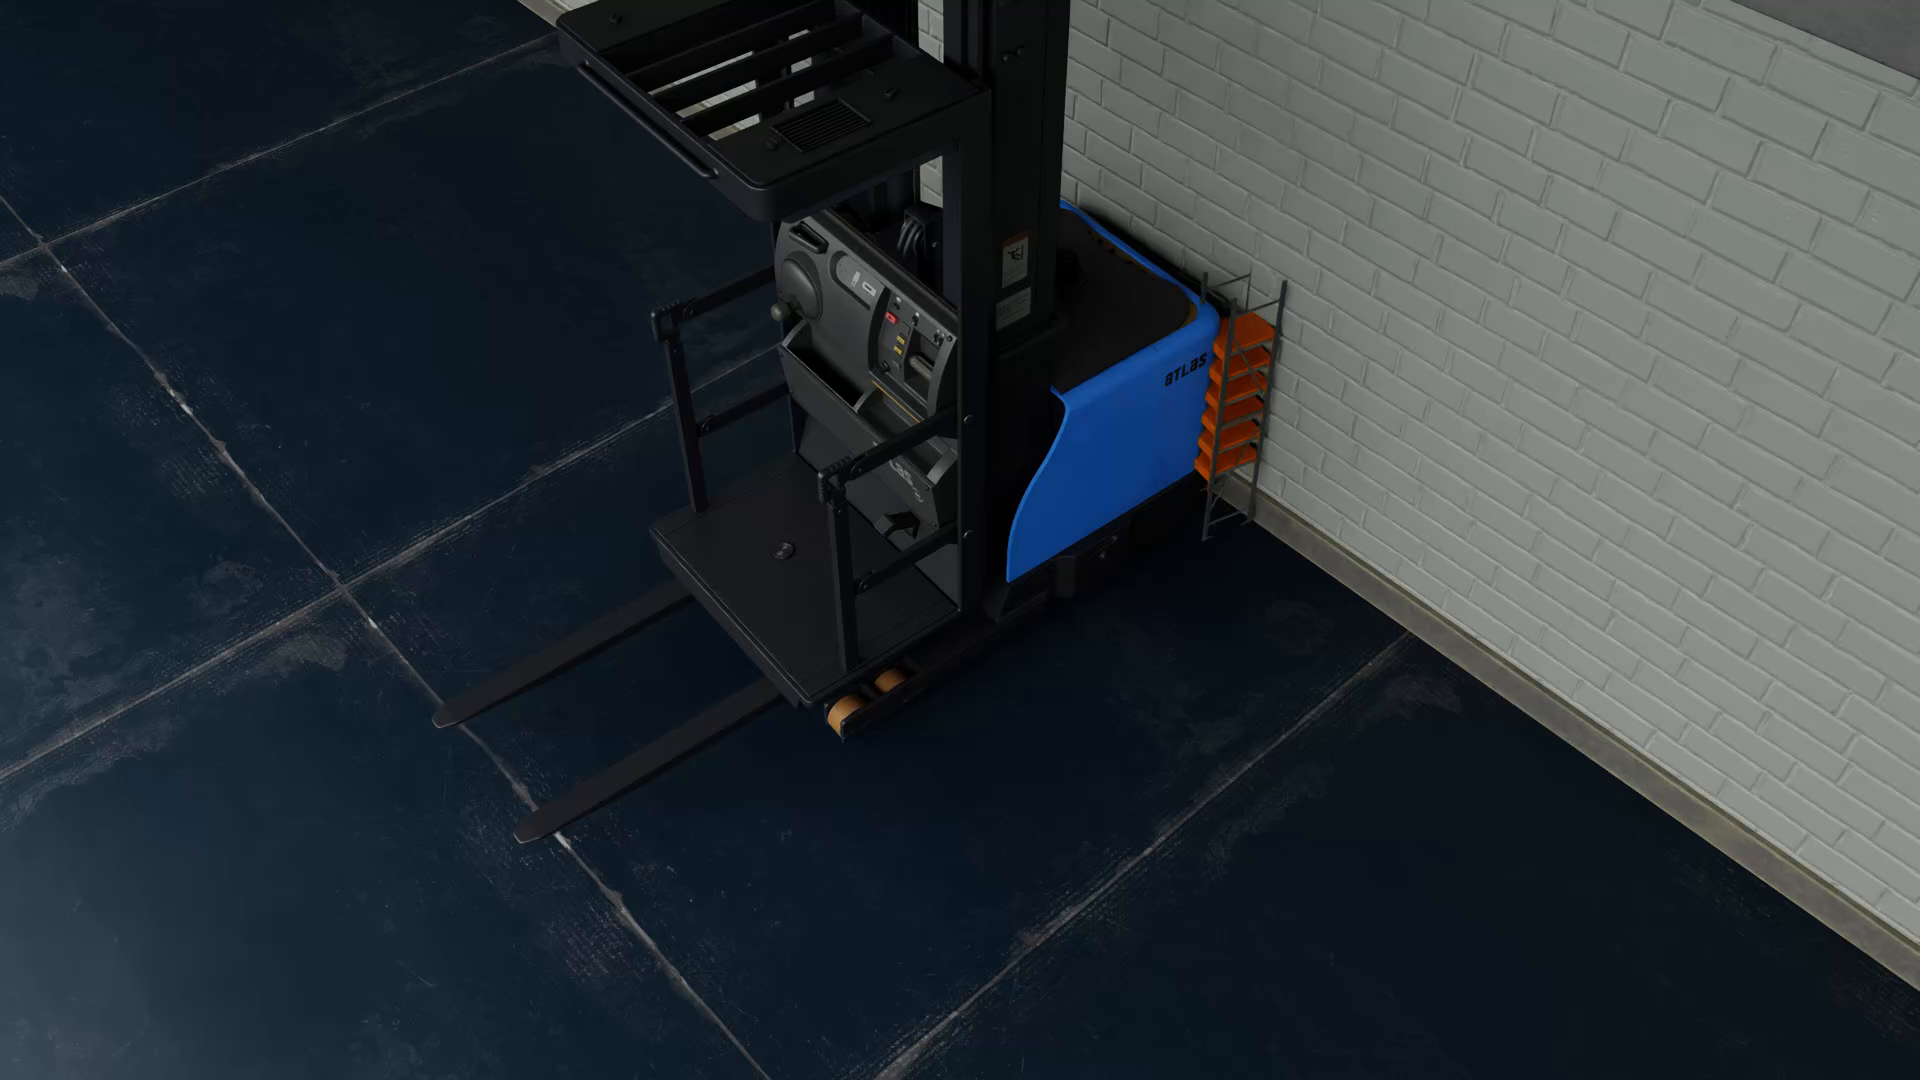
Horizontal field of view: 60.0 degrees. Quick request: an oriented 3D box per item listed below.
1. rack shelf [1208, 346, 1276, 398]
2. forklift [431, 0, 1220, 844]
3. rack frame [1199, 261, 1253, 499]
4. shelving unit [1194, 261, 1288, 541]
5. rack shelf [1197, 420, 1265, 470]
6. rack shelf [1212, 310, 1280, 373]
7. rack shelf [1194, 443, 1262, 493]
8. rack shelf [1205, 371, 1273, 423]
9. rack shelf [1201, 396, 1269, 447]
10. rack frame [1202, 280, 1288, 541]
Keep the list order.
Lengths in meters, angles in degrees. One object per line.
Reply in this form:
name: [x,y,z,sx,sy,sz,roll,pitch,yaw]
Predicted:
rack shelf: [1.038,-0.664,6.308,0.258,0.103,0.180,-21,48,-20]
forklift: [-0.490,-0.709,5.463,3.031,2.935,1.130,-30,54,-25]
rack frame: [0.997,-0.580,6.503,0.240,1.200,0.006,-21,48,-20]
shelving unit: [1.041,-0.524,6.444,0.258,1.200,0.189,-21,48,-20]
rack shelf: [1.043,-0.406,6.559,0.258,0.103,0.180,-21,48,-20]
rack shelf: [1.037,-0.750,6.225,0.258,0.103,0.180,-21,48,-20]
rack shelf: [1.044,-0.320,6.642,0.258,0.103,0.180,-21,48,-20]
rack shelf: [1.040,-0.578,6.392,0.258,0.103,0.180,-21,48,-20]
rack shelf: [1.041,-0.492,6.475,0.258,0.103,0.180,-21,48,-20]
rack frame: [1.084,-0.468,6.386,0.240,1.200,0.006,-21,48,-20]
